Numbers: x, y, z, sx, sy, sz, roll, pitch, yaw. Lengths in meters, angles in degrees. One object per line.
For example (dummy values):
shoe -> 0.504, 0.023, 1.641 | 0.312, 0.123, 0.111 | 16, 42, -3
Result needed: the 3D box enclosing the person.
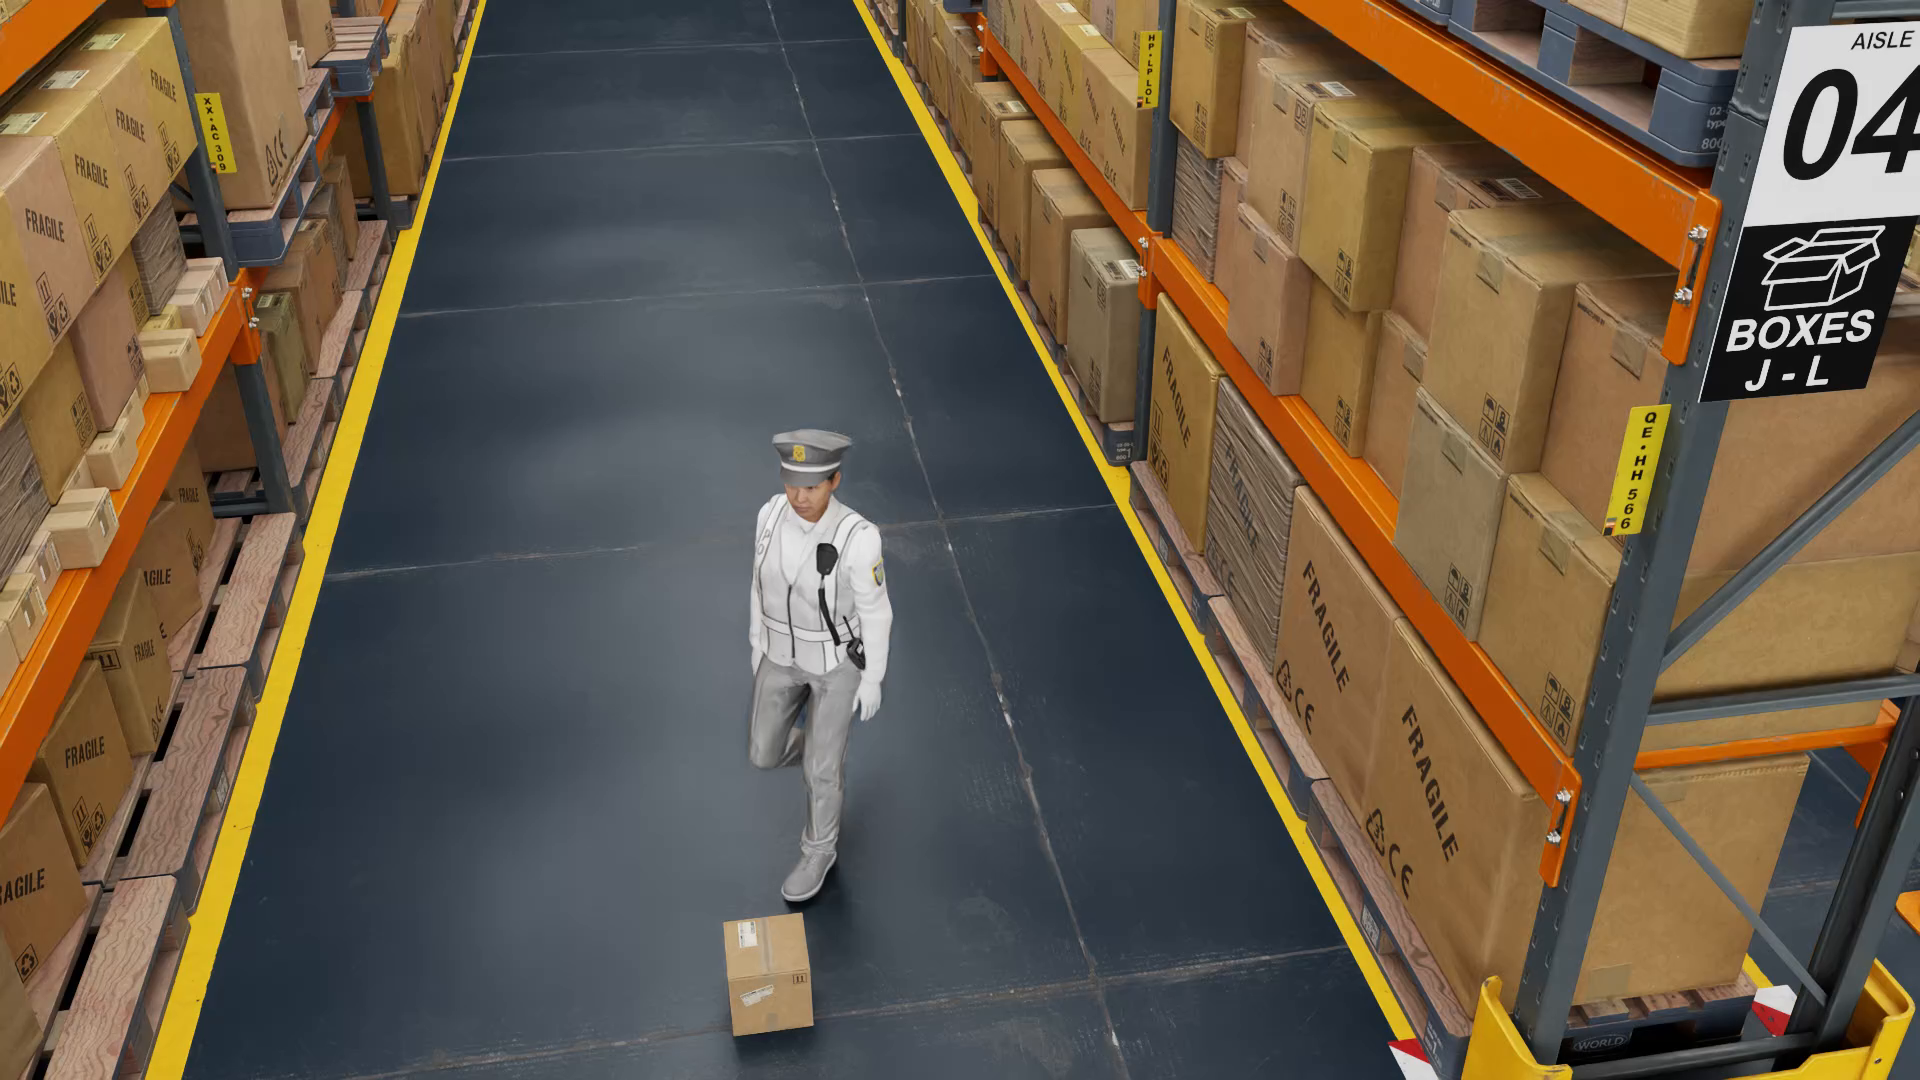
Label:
person -> -0.463, 0.383, 5.442 | 0.510, 1.671, 0.573 | 14, 34, 23
